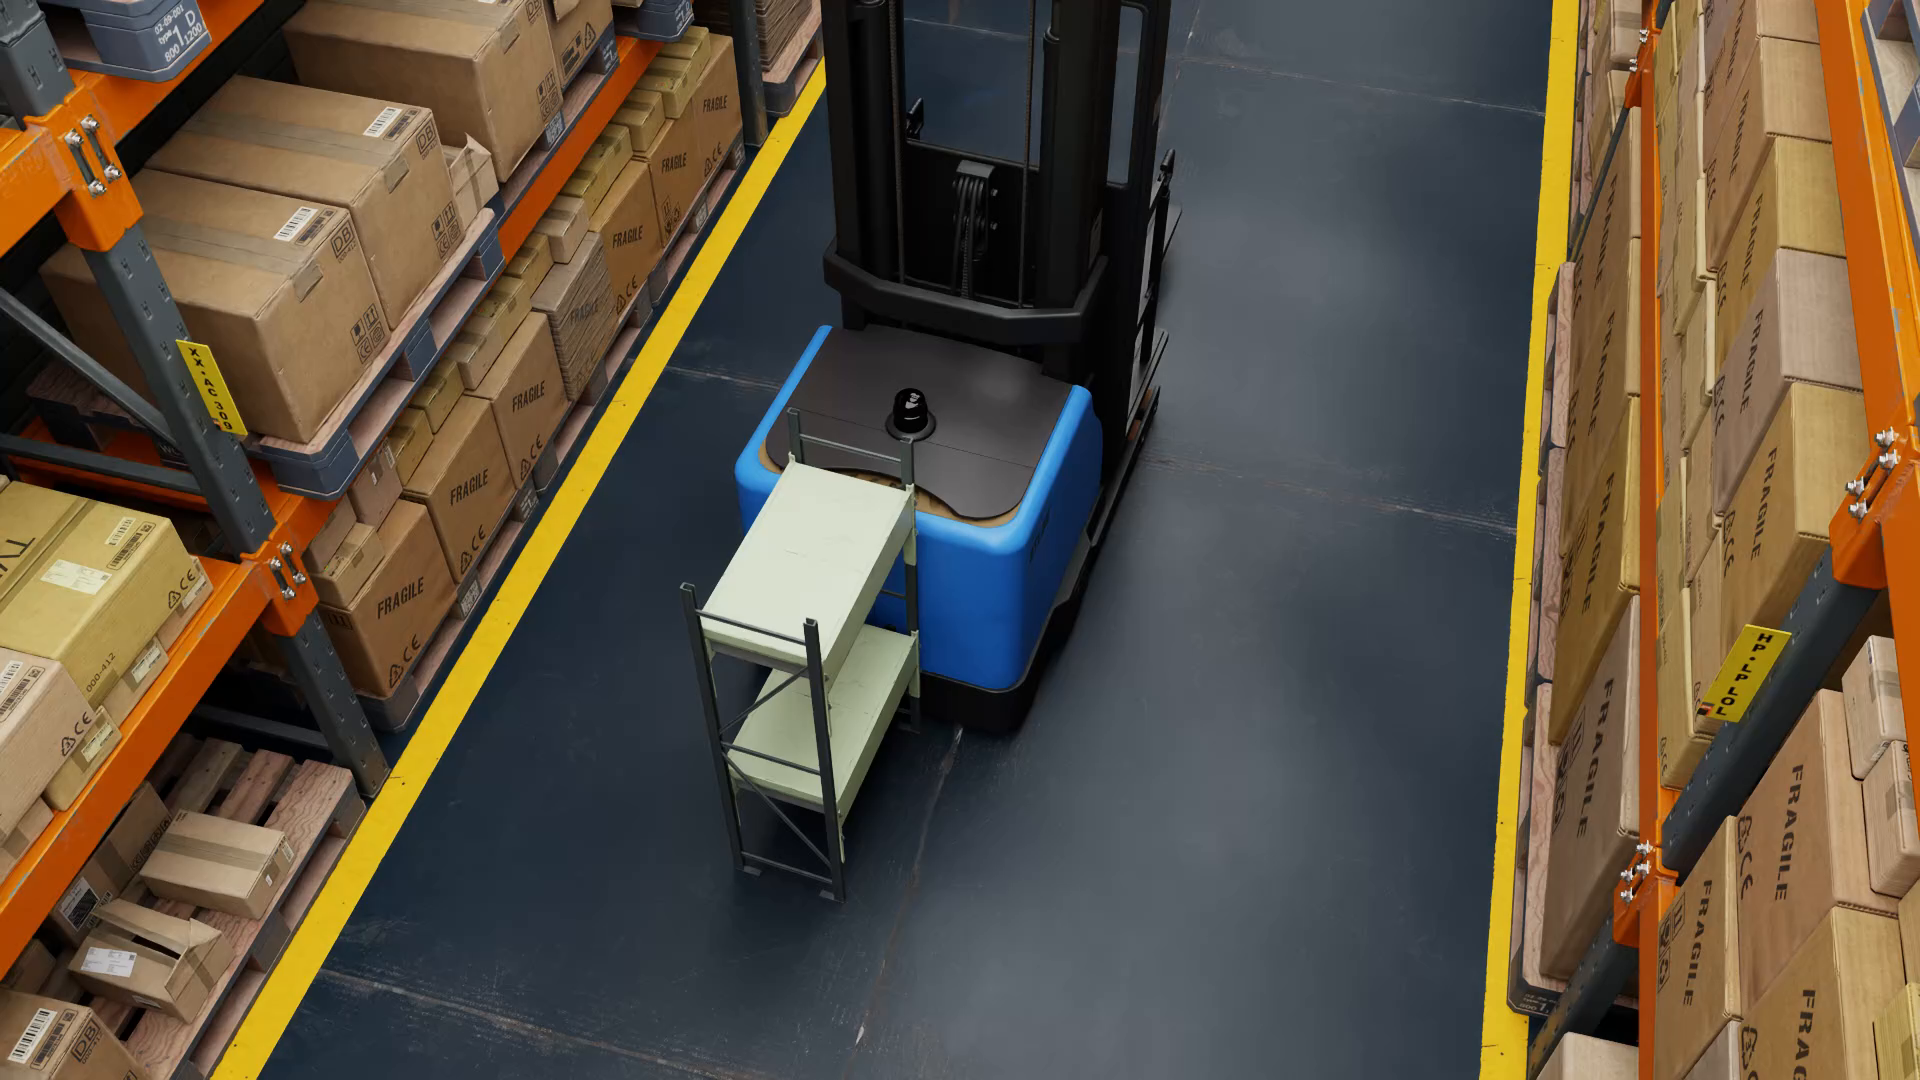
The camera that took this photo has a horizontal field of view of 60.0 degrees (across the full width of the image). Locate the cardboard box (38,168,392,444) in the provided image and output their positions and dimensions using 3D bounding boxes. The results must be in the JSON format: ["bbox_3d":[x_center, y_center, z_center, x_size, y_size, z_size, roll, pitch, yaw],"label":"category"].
[{"bbox_3d":[-2.185,-0.698,4.937,0.700,0.500,0.500,13,50,11],"label":"cardboard box"}]

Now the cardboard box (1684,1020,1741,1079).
[{"bbox_3d":[1.750,1.375,3.388,0.500,0.500,0.500,12,50,10],"label":"cardboard box"}]

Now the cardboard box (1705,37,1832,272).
[{"bbox_3d":[2.541,-1.096,4.902,0.500,0.500,0.500,12,50,11],"label":"cardboard box"}]

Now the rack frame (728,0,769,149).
[{"bbox_3d":[-1.475,-3.113,7.416,1.000,3.000,0.127,12,50,10],"label":"rack frame"}]

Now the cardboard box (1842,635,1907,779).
[{"bbox_3d":[1.929,0.355,3.188,0.380,0.149,0.250,11,49,9],"label":"cardboard box"}]

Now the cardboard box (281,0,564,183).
[{"bbox_3d":[-1.842,-1.640,5.769,0.700,0.500,0.500,11,50,10],"label":"cardboard box"}]

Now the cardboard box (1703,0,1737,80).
[{"bbox_3d":[2.828,-1.831,5.551,0.500,0.500,0.500,12,50,10],"label":"cardboard box"}]

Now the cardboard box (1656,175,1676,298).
[{"bbox_3d":[2.681,-1.029,5.677,0.500,0.250,0.500,13,50,11],"label":"cardboard box"}]

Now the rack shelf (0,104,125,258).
[{"bbox_3d":[-3.054,0.472,2.731,1.077,0.370,4.000,12,50,10],"label":"rack shelf"}]

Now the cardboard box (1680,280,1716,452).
[{"bbox_3d":[2.398,-0.465,4.845,0.500,0.250,0.500,13,50,11],"label":"cardboard box"}]

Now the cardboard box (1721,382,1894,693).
[{"bbox_3d":[2.137,0.020,3.917,0.500,0.500,0.500,13,50,11],"label":"cardboard box"}]

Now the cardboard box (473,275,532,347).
[{"bbox_3d":[-1.893,-0.910,6.426,0.380,0.149,0.250,13,50,11],"label":"cardboard box"}]

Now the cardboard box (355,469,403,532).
[{"bbox_3d":[-2.178,-0.169,5.772,0.380,0.149,0.250,10,49,9],"label":"cardboard box"}]

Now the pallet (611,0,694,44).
[{"bbox_3d":[-1.586,-2.546,7.043,1.213,0.211,1.003,12,50,10],"label":"pallet"}]

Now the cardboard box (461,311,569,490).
[{"bbox_3d":[-1.917,-0.585,6.571,0.500,0.500,0.500,10,49,9],"label":"cardboard box"}]

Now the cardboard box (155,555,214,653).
[{"bbox_3d":[-2.368,0.144,4.709,0.380,0.149,0.250,12,50,11],"label":"cardboard box"}]

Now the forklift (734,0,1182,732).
[{"bbox_3d":[8.264,1.574,3.188,19.036,3.140,5.327,15,50,13],"label":"forklift"}]

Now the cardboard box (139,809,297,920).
[{"bbox_3d":[-2.391,1.045,5.367,0.380,0.149,0.250,10,49,9],"label":"cardboard box"}]

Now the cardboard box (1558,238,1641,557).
[{"bbox_3d":[2.814,-0.445,6.198,0.875,0.875,0.875,12,50,10],"label":"cardboard box"}]

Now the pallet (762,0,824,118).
[{"bbox_3d":[-1.221,-2.778,8.980,1.003,0.211,1.213,12,50,10],"label":"pallet"}]

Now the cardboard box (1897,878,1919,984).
[{"bbox_3d":[1.850,0.737,2.851,0.380,0.149,0.250,11,49,10],"label":"cardboard box"}]

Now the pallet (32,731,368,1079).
[{"bbox_3d":[-2.709,1.199,5.470,1.003,0.211,1.213,12,50,10],"label":"pallet"}]

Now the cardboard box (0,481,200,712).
[{"bbox_3d":[-2.426,0.148,4.440,0.500,0.250,0.500,13,50,11],"label":"cardboard box"}]

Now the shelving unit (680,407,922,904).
[{"bbox_3d":[-0.453,0.411,5.305,0.431,1.500,0.755,15,50,13],"label":"shelving unit"}]

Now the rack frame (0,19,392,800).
[{"bbox_3d":[-2.528,-0.220,4.862,1.000,3.000,0.127,12,50,10],"label":"rack frame"}]

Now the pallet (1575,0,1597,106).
[{"bbox_3d":[3.845,-2.658,8.874,1.003,0.211,1.213,12,50,10],"label":"pallet"}]

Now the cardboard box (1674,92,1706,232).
[{"bbox_3d":[2.663,-1.203,5.496,0.500,0.250,0.500,11,50,10],"label":"cardboard box"}]

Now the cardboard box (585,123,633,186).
[{"bbox_3d":[-1.628,-1.665,7.092,0.380,0.149,0.250,13,50,11],"label":"cardboard box"}]

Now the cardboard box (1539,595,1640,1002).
[{"bbox_3d":[2.348,0.857,5.049,0.875,0.875,0.875,13,50,11],"label":"cardboard box"}]

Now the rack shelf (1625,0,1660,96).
[{"bbox_3d":[3.841,-3.345,8.100,1.077,0.370,4.000,12,50,10],"label":"rack shelf"}]

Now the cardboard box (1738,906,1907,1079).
[{"bbox_3d":[1.764,1.054,3.005,0.500,0.500,0.500,11,49,10],"label":"cardboard box"}]

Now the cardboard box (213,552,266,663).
[{"bbox_3d":[-2.684,0.055,6.007,0.500,0.500,0.500,11,50,10],"label":"cardboard box"}]

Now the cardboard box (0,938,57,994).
[{"bbox_3d":[-3.044,1.329,5.116,0.380,0.149,0.250,11,49,10],"label":"cardboard box"}]

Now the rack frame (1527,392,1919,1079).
[{"bbox_3d":[2.262,0.757,4.000,1.000,3.000,0.127,12,50,10],"label":"rack frame"}]

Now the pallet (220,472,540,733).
[{"bbox_3d":[-2.350,0.107,6.434,1.003,0.211,1.213,12,50,10],"label":"pallet"}]

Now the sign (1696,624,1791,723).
[{"bbox_3d":[1.736,0.300,3.684,0.100,0.325,0.005,12,50,10],"label":"sign"}]

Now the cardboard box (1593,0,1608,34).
[{"bbox_3d":[3.865,-2.895,8.696,0.950,0.372,0.625,13,50,11],"label":"cardboard box"}]

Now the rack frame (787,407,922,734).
[{"bbox_3d":[-0.330,0.153,5.534,0.400,1.500,0.023,15,50,13],"label":"rack frame"}]

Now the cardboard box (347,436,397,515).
[{"bbox_3d":[-2.154,-0.249,5.644,0.380,0.149,0.250,9,49,8],"label":"cardboard box"}]

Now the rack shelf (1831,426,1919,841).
[{"bbox_3d":[1.736,1.449,1.869,1.077,0.370,4.000,12,50,10],"label":"rack shelf"}]

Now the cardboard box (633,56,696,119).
[{"bbox_3d":[-1.402,-2.029,7.413,0.380,0.149,0.250,9,49,8],"label":"cardboard box"}]

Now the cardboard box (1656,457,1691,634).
[{"bbox_3d":[2.272,0.064,4.712,0.500,0.250,0.500,11,49,10],"label":"cardboard box"}]

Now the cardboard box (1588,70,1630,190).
[{"bbox_3d":[3.473,-1.813,7.741,0.950,0.372,0.625,9,49,7],"label":"cardboard box"}]

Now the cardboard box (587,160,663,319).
[{"bbox_3d":[-1.656,-1.338,7.236,0.500,0.500,0.500,14,50,12],"label":"cardboard box"}]

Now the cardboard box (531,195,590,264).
[{"bbox_3d":[-1.737,-1.279,6.751,0.380,0.149,0.250,9,49,8],"label":"cardboard box"}]

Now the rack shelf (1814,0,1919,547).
[{"bbox_3d":[2.788,-1.444,4.422,1.077,0.370,4.000,12,50,10],"label":"rack shelf"}]

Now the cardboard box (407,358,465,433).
[{"bbox_3d":[-2.063,-0.558,6.115,0.380,0.149,0.250,11,49,9],"label":"cardboard box"}]

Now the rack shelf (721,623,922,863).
[{"bbox_3d":[-0.453,0.627,5.550,0.431,0.370,0.720,15,50,13],"label":"rack shelf"}]

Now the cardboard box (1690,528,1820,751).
[{"bbox_3d":[2.143,0.274,4.193,0.500,0.250,0.500,12,50,10],"label":"cardboard box"}]

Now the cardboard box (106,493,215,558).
[{"bbox_3d":[-2.709,-0.070,5.684,0.380,0.149,0.250,10,49,9],"label":"cardboard box"}]

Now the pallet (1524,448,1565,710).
[{"bbox_3d":[2.712,0.221,6.333,1.003,0.211,1.213,12,50,10],"label":"pallet"}]
